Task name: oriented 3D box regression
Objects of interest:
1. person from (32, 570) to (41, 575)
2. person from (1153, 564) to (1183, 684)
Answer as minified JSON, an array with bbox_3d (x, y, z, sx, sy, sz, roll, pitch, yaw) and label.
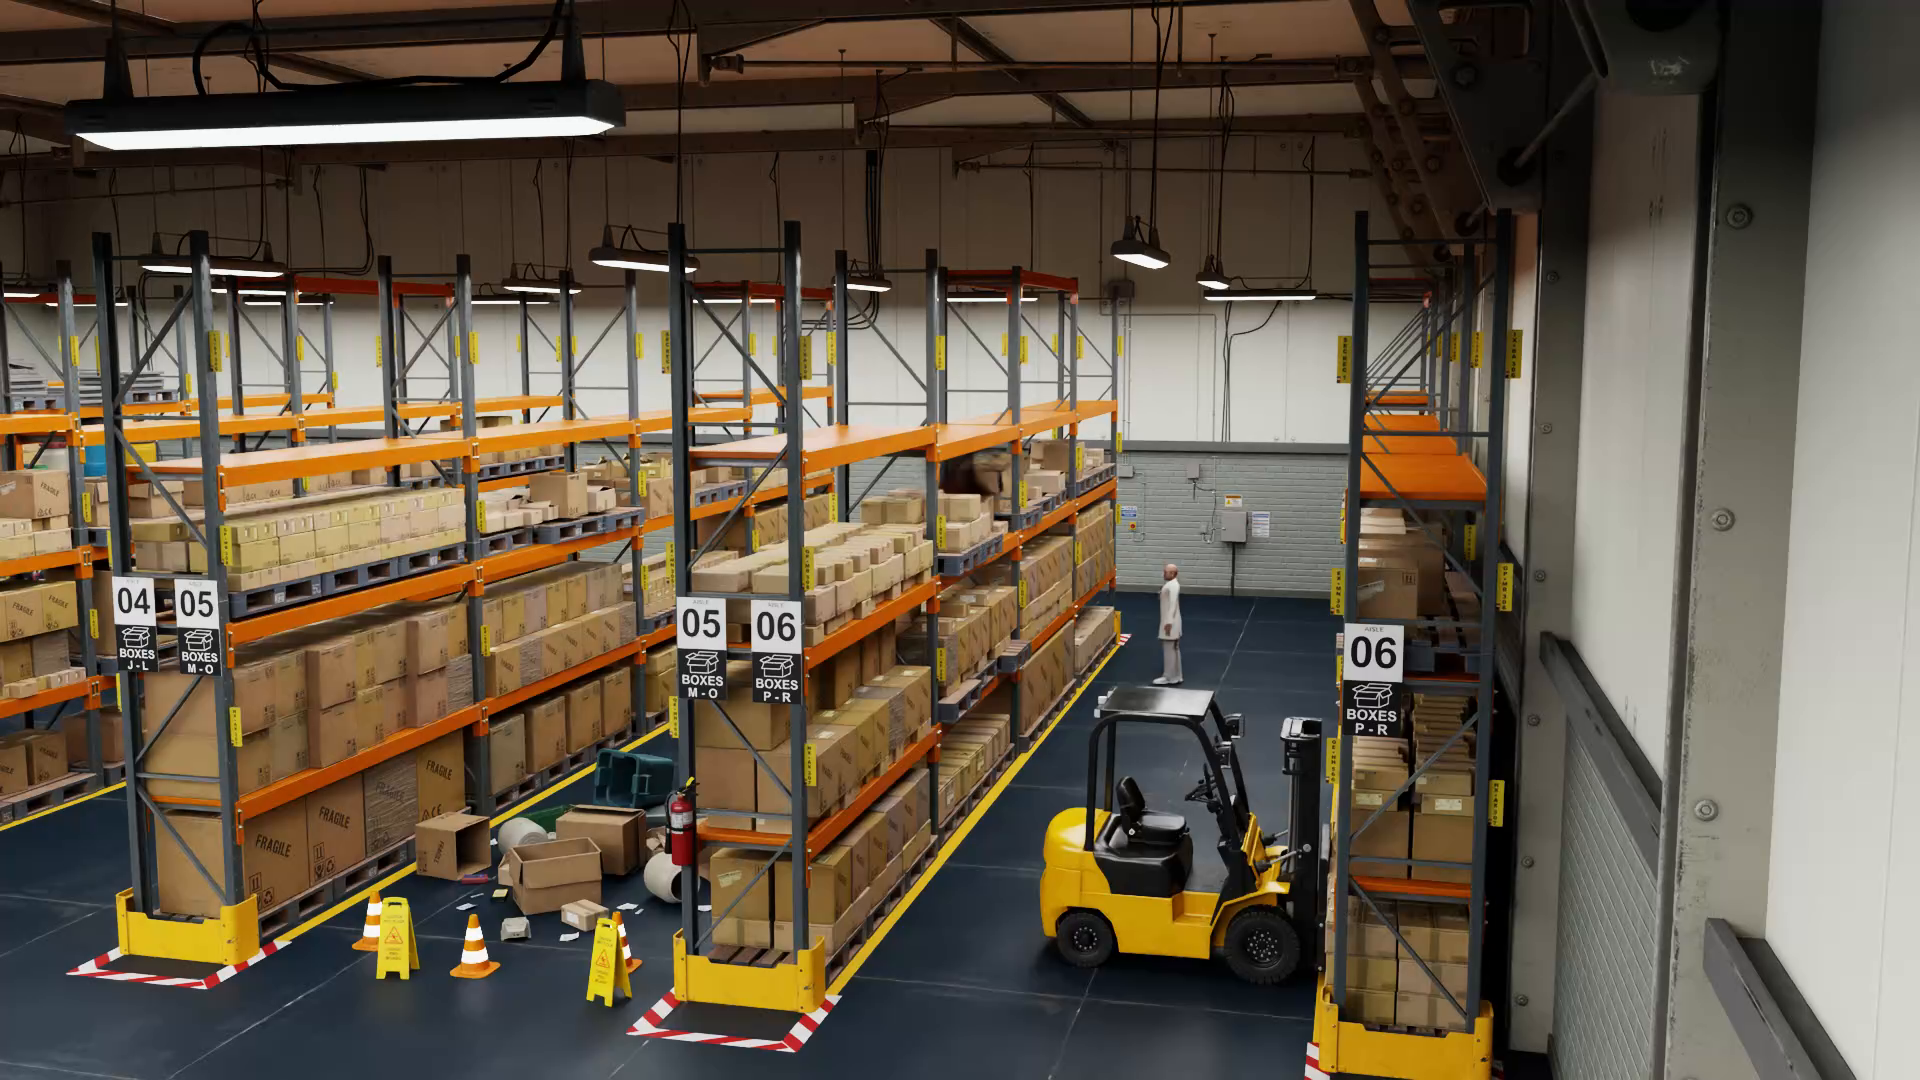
[{"bbox_3d":[-15.262,0.875,27.925,0.432,1.769,0.588,0,7,-2],"label":"person"},{"bbox_3d":[3.138,1.243,24.893,0.423,1.784,0.671,2,7,13],"label":"person"}]
